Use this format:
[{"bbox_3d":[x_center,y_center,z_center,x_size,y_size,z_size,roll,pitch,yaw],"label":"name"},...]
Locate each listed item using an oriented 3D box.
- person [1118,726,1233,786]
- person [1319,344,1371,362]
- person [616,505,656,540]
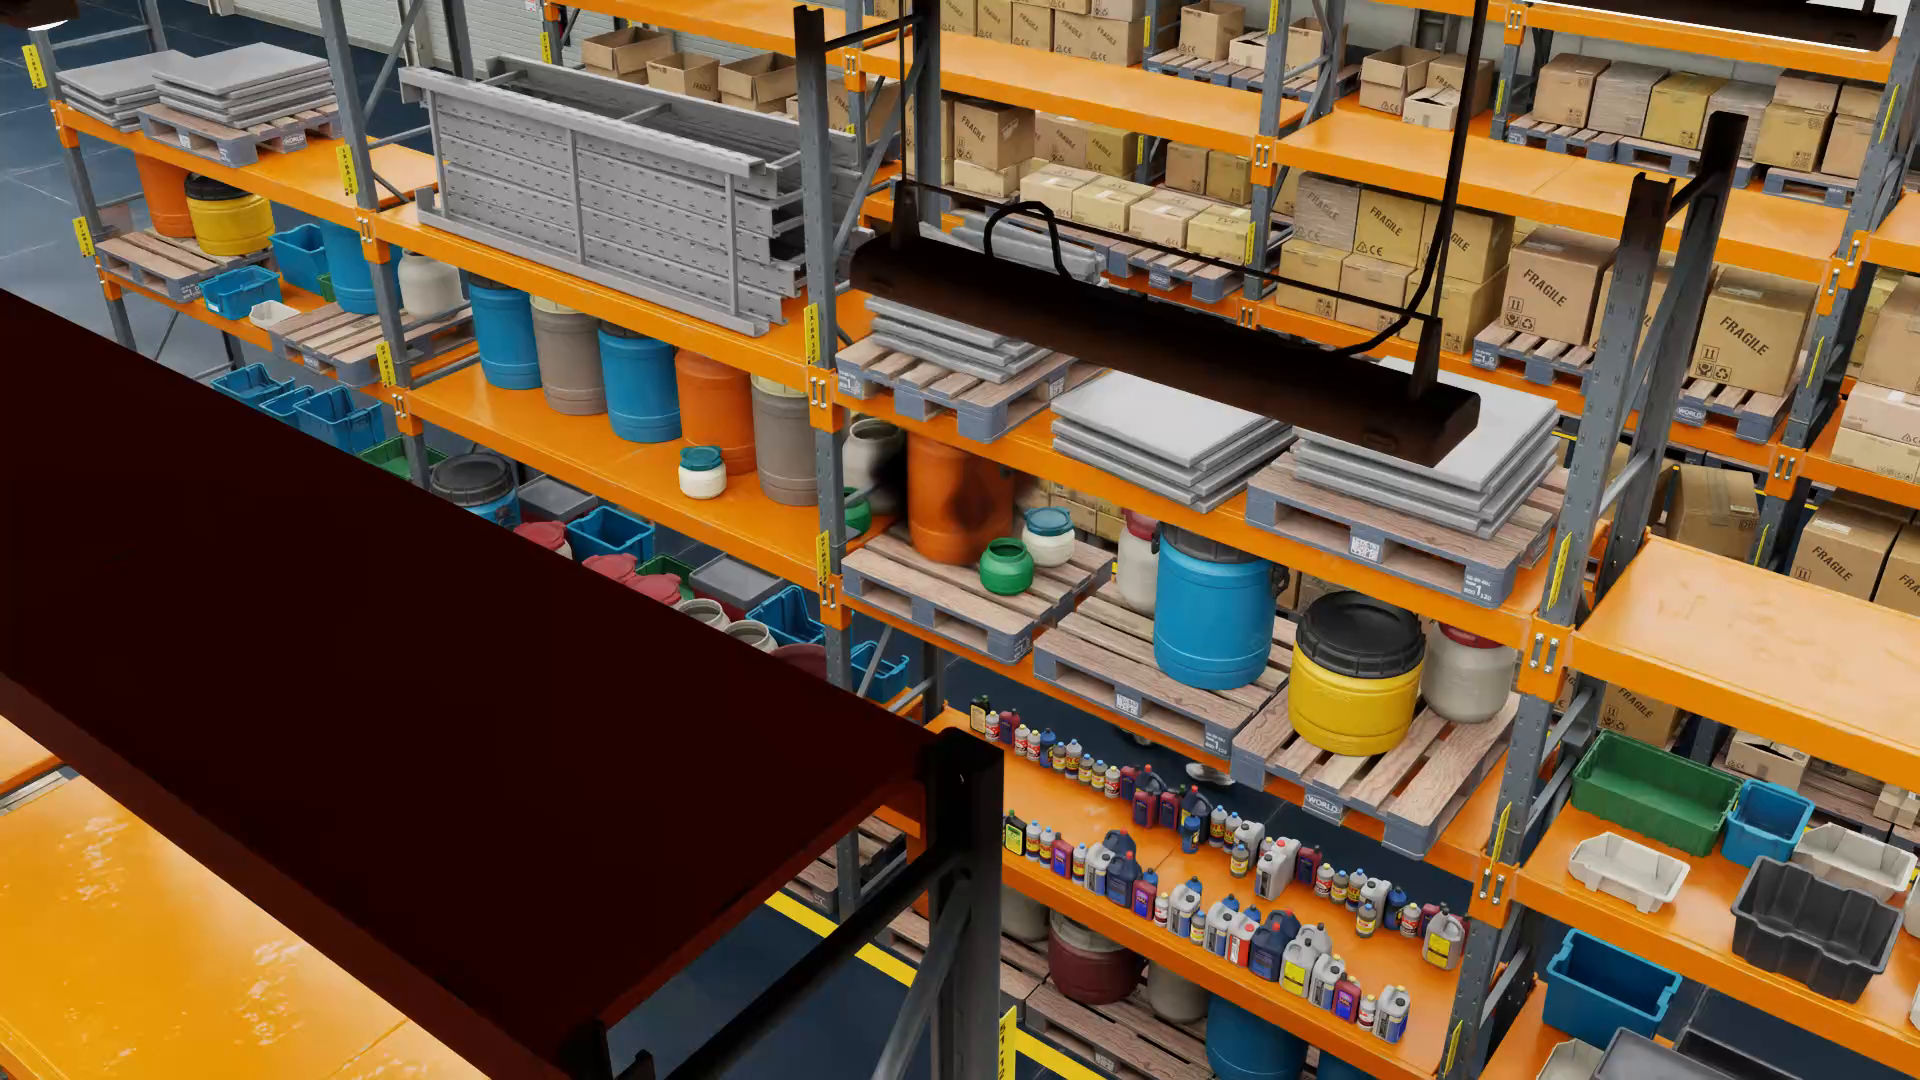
[{"bbox_3d":[1.558,0.925,12.061,1.119,1.701,0.701,21,37,30],"label":"person"},{"bbox_3d":[3.528,-1.222,15.596,0.544,1.767,0.778,0,31,0],"label":"person"},{"bbox_3d":[-2.756,-0.178,14.080,0.477,1.590,0.354,20,37,29],"label":"person"}]
